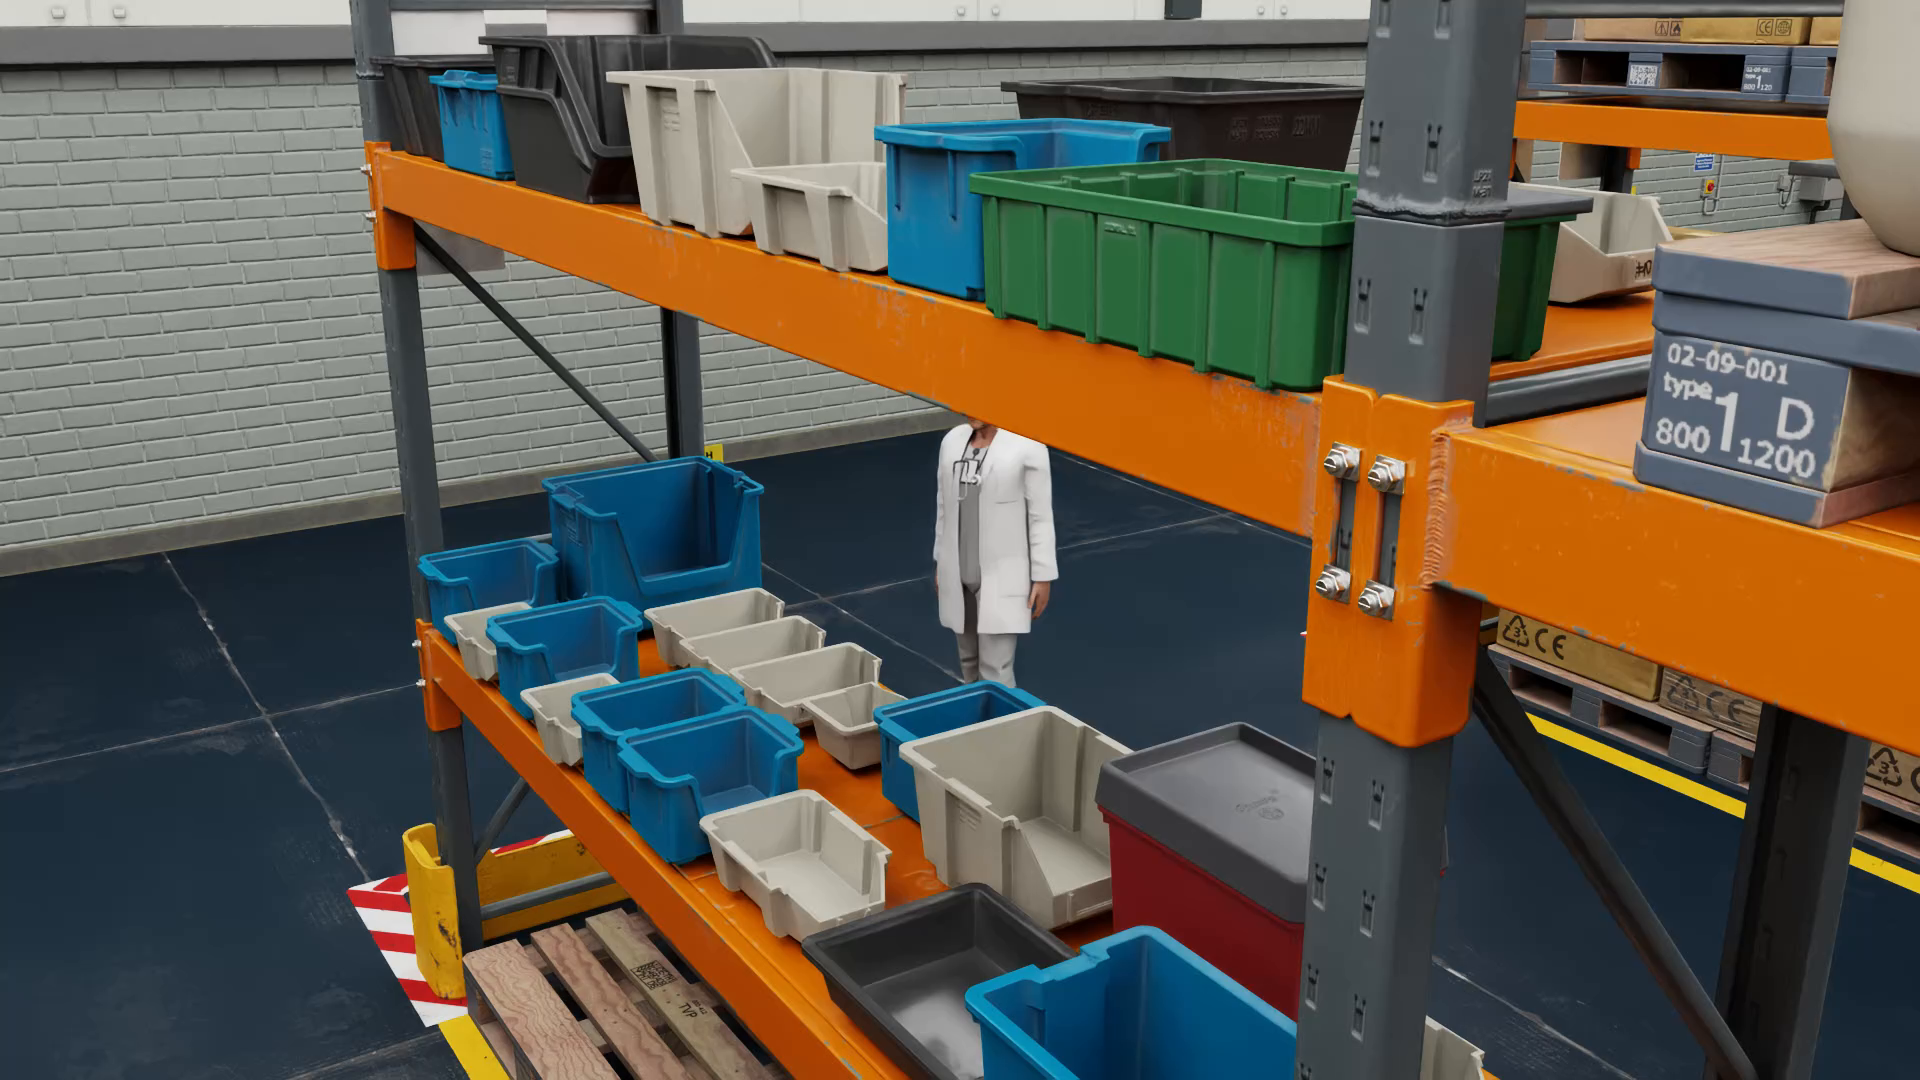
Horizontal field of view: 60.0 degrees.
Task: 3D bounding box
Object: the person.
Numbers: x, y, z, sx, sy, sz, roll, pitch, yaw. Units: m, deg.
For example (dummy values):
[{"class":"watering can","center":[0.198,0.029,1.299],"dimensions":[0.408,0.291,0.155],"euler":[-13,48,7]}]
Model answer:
[{"class":"person","center":[0.046,0.184,6.978],"dimensions":[0.625,1.778,0.702],"euler":[11,21,32]}]
